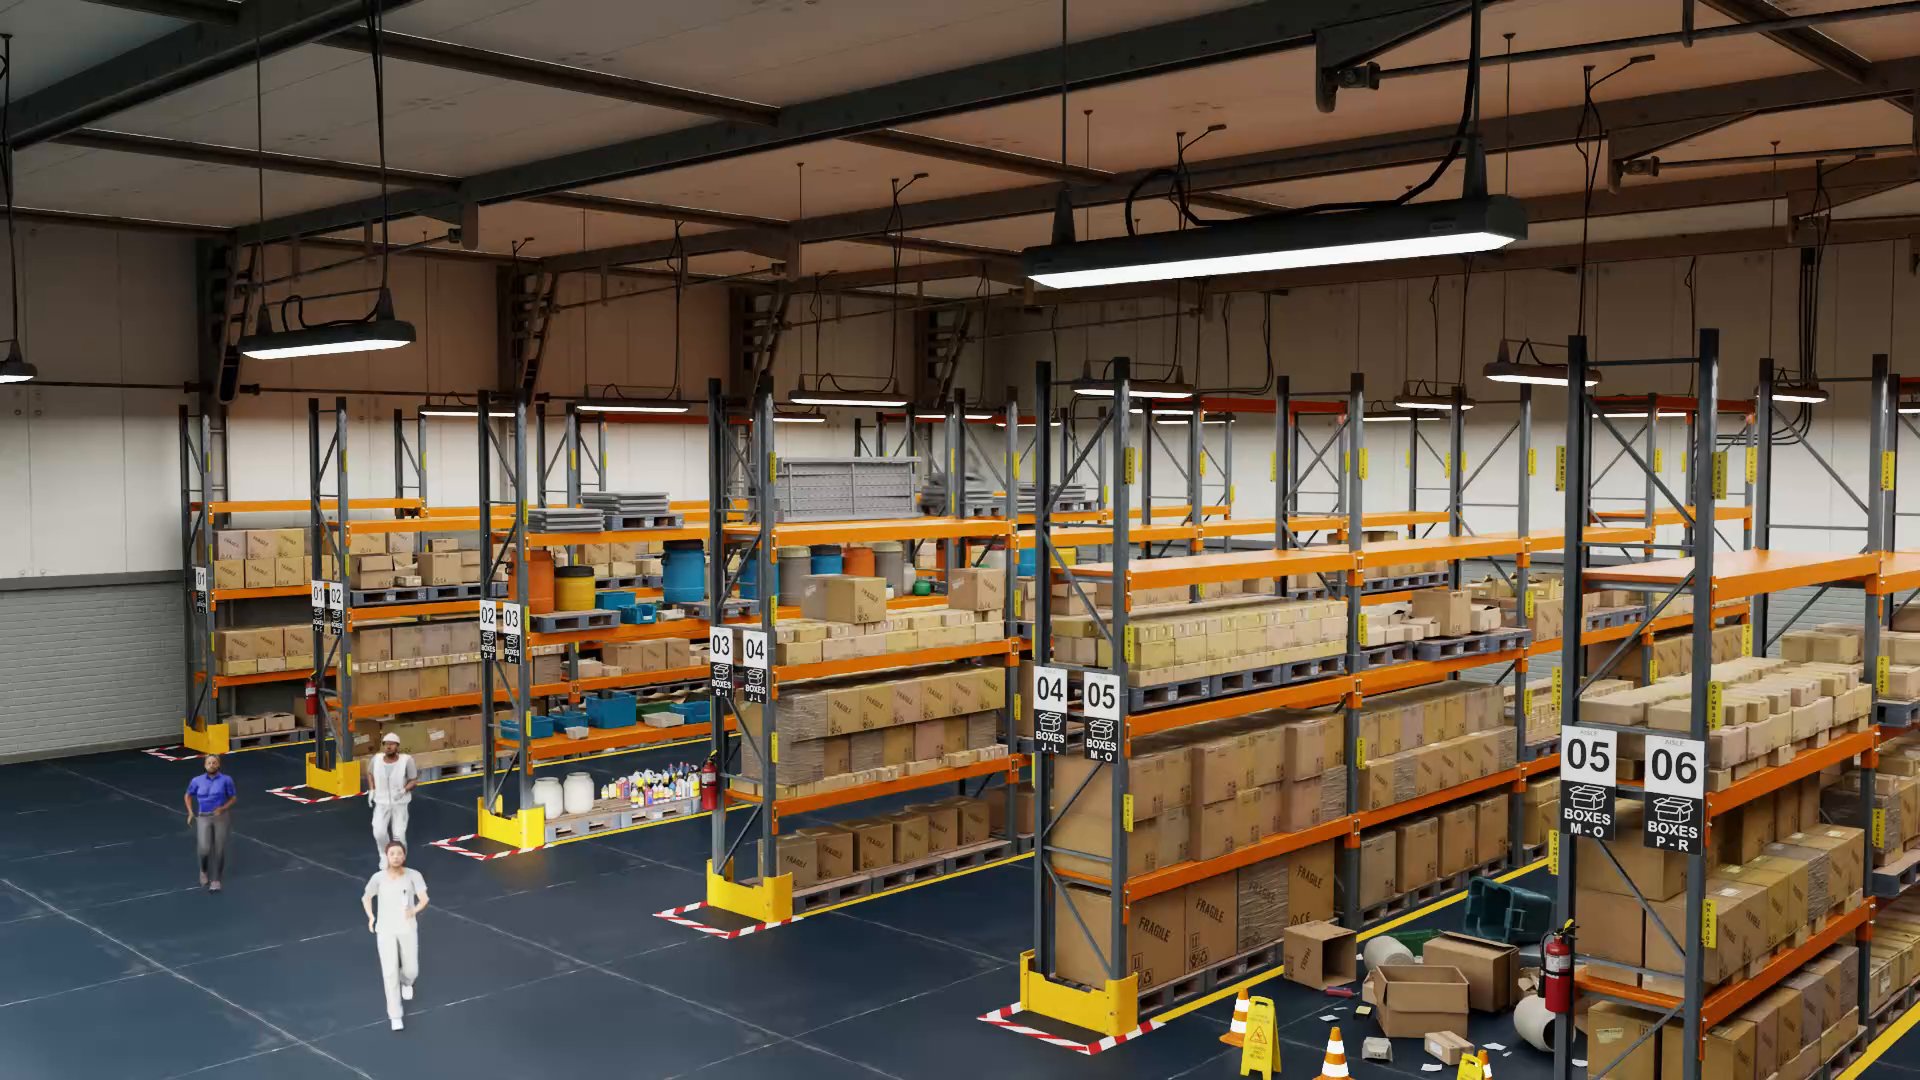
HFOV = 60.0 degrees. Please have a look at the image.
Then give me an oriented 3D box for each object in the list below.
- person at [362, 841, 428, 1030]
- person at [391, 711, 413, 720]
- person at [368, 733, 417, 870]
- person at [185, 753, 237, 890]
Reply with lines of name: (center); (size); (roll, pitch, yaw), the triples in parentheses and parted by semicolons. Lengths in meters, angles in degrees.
person: (-5.131, 3.555, 15.124); (0.575, 1.614, 0.802); (-1, 3, -19)
person: (-9.385, 2.884, 27.844); (0.581, 1.622, 0.500); (2, 4, 37)
person: (-6.963, 3.186, 20.370); (0.609, 1.658, 0.733); (-1, 3, -11)
person: (-8.779, 3.328, 19.503); (0.560, 1.603, 0.569); (-1, 3, -25)
